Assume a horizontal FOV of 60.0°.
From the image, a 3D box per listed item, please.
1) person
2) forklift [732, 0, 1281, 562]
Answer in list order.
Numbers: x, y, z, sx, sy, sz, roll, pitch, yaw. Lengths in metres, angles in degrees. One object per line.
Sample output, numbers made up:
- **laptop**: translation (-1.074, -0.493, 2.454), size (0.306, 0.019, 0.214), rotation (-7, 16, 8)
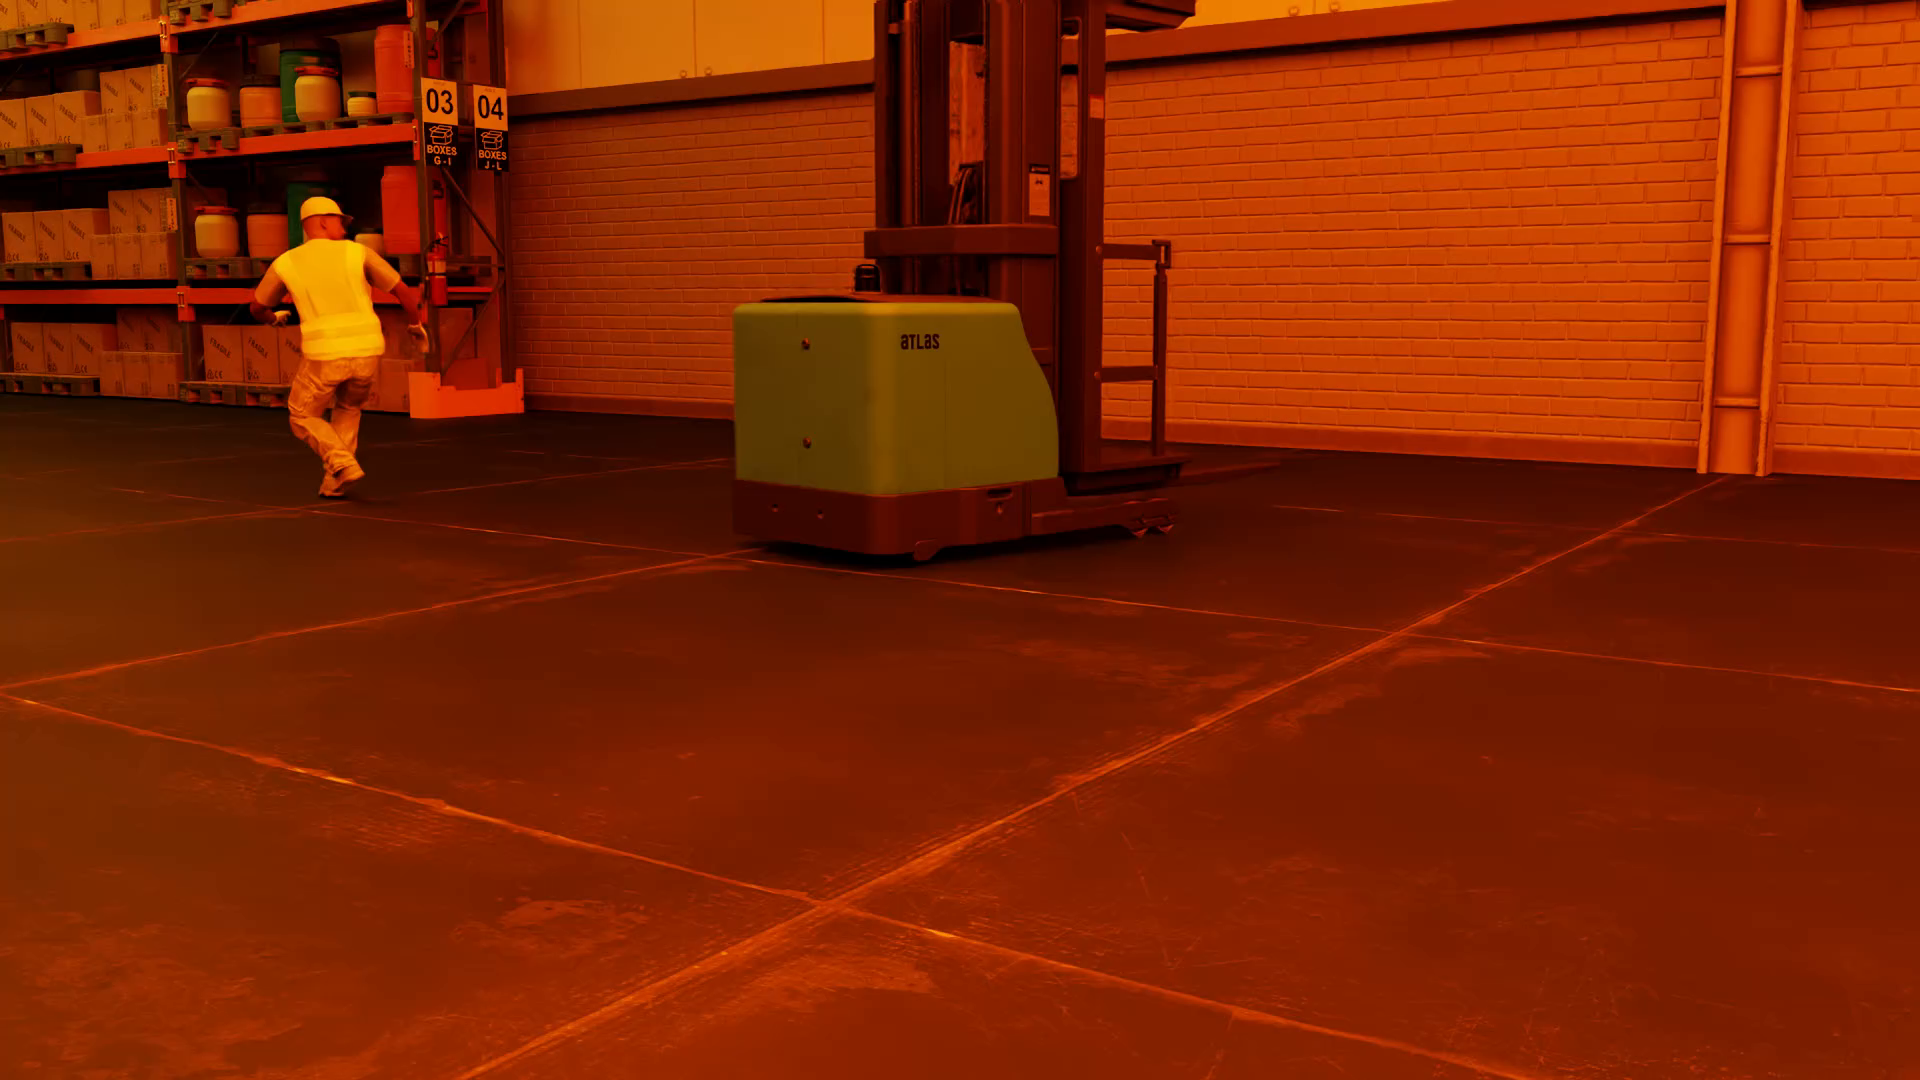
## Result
- **person**: translation (-3.419, -1.058, 9.204), size (0.913, 1.643, 0.851), rotation (-5, 10, -32)
- **forklift**: translation (0.397, -1.515, 7.846), size (3.031, 2.935, 1.130), rotation (-8, 11, -44)
